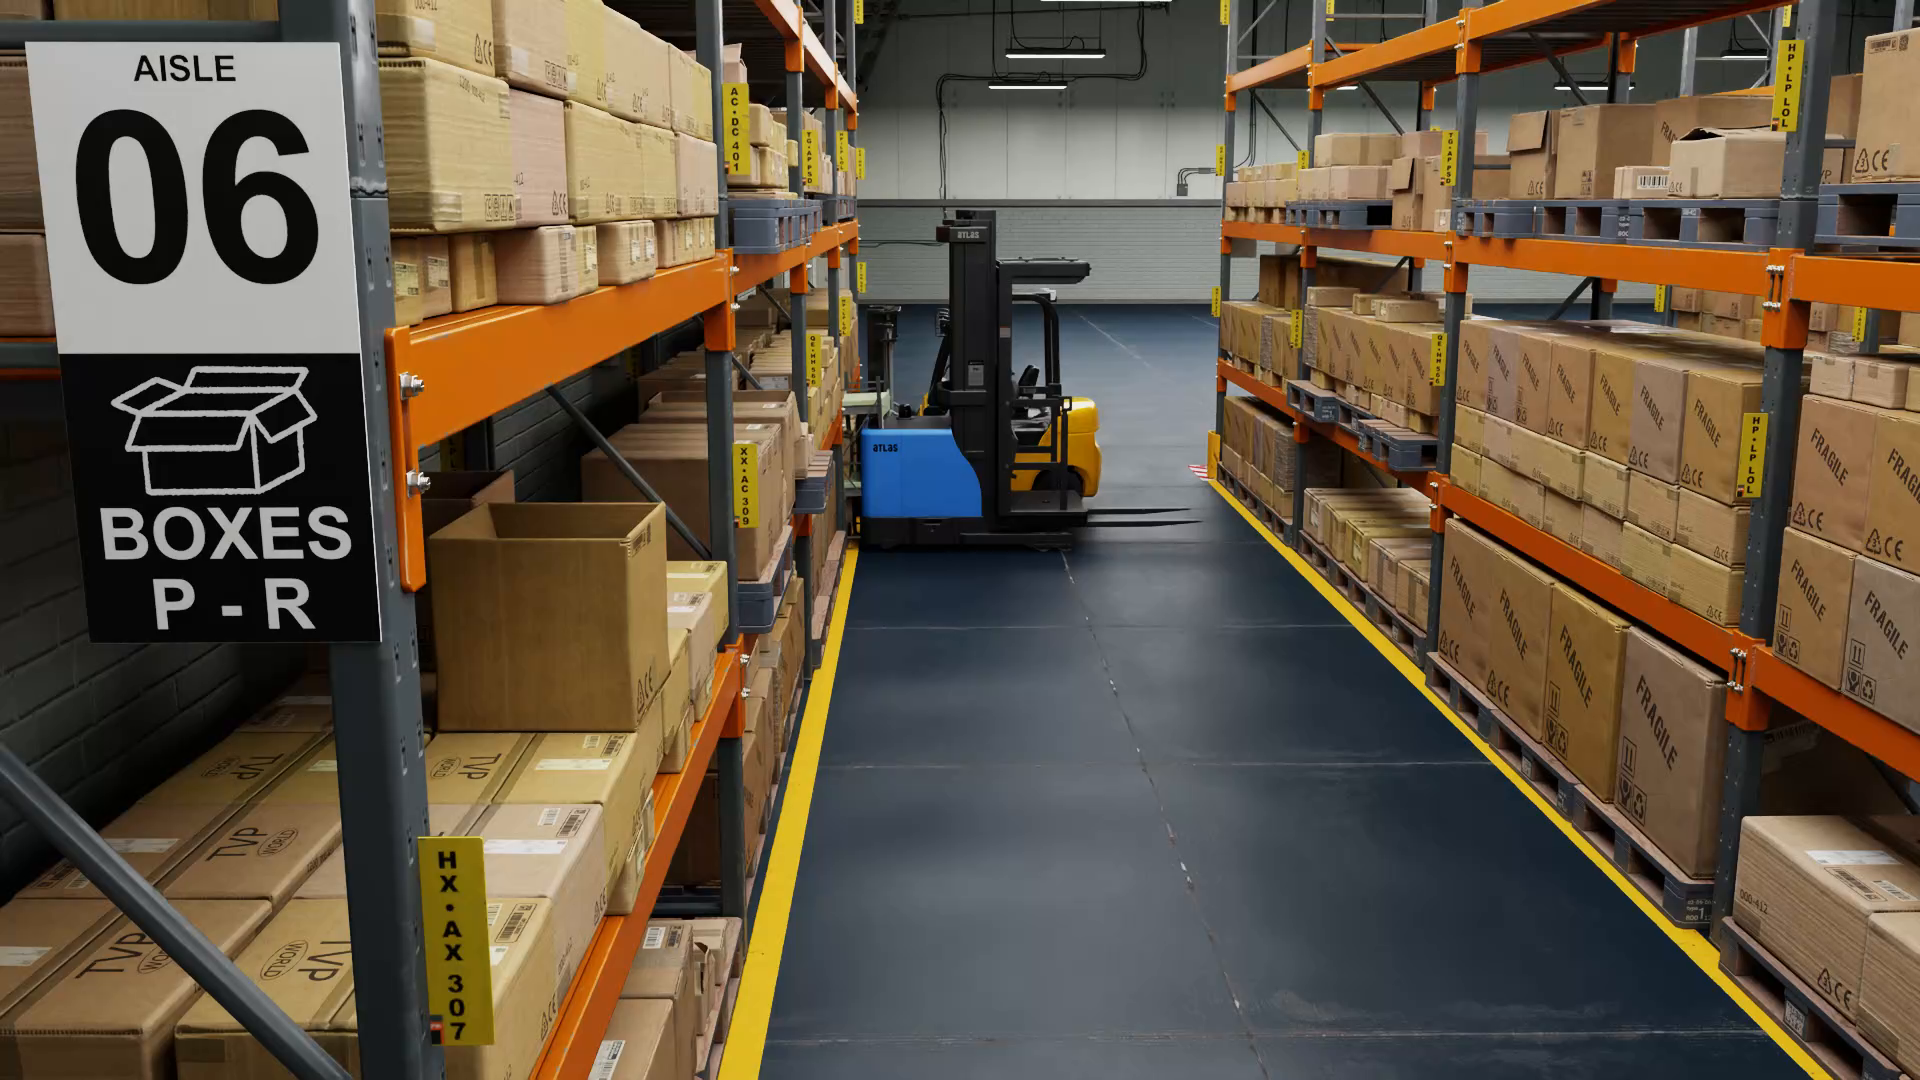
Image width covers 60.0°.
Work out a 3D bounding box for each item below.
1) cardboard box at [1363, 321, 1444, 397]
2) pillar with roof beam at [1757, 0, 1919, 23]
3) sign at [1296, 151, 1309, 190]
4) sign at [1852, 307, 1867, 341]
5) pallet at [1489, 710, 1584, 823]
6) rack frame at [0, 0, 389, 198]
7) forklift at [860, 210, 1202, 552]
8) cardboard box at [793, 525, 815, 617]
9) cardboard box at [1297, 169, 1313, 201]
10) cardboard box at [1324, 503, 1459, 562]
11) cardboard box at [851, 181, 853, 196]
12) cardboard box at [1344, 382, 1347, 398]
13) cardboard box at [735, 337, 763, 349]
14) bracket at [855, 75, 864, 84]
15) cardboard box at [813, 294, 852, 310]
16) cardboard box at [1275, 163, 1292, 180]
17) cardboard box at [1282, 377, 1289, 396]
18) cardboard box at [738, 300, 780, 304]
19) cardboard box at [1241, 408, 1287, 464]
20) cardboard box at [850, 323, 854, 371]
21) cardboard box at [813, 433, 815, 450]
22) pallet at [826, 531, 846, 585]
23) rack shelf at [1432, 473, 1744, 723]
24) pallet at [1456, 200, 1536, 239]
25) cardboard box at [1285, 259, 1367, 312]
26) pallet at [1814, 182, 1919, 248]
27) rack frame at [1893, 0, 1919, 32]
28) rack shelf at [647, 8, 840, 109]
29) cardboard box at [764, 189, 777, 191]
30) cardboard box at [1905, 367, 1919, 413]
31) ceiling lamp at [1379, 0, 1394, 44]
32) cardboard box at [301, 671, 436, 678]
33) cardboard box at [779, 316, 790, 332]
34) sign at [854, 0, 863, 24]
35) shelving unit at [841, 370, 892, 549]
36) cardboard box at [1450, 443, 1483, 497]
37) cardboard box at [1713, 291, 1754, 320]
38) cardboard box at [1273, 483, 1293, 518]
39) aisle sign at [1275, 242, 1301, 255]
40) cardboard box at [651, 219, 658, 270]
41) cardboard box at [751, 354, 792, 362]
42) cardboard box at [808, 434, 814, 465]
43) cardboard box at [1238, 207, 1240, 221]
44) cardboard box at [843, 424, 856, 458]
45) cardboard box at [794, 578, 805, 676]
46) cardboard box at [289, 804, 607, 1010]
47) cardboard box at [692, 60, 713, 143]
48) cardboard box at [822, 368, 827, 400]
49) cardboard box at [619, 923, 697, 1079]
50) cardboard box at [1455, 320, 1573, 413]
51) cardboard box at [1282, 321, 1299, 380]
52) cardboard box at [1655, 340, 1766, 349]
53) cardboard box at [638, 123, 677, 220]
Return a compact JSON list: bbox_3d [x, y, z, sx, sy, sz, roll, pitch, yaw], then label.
[{"bbox_3d":[3.194,-1.289,11.811,0.500,0.500,0.500,-1,12,-5],"label":"cardboard box"},{"bbox_3d":[24.070,-11.038,46.835,9.100,9.000,0.548,0,11,-1],"label":"pillar with roof beam"},{"bbox_3d":[2.890,-3.111,14.003,0.100,0.325,0.005,0,11,-1],"label":"sign"},{"bbox_3d":[7.824,-1.892,14.464,0.100,0.325,0.005,0,11,-1],"label":"sign"},{"bbox_3d":[3.478,1.170,8.763,1.003,0.211,1.213,0,11,-1],"label":"pallet"},{"bbox_3d":[-1.282,-1.925,1.913,1.000,3.000,0.127,0,11,-1],"label":"rack frame"},{"bbox_3d":[0.624,-1.440,14.787,3.031,2.935,1.130,0,11,-2],"label":"forklift"},{"bbox_3d":[-1.447,0.259,11.154,0.875,0.625,0.625,0,11,1],"label":"cardboard box"},{"bbox_3d":[3.043,-2.876,13.466,0.500,0.250,0.500,-1,11,-3],"label":"cardboard box"},{"bbox_3d":[3.464,-0.062,13.373,0.950,0.372,0.625,0,11,2],"label":"cardboard box"},{"bbox_3d":[-1.292,-3.603,17.056,0.380,0.149,0.250,-1,11,-3],"label":"cardboard box"},{"bbox_3d":[3.173,-1.156,12.790,0.380,0.149,0.250,0,11,-1],"label":"cardboard box"},{"bbox_3d":[-1.754,-1.512,13.085,0.380,0.149,0.250,0,11,-2],"label":"cardboard box"},{"bbox_3d":[-2.756,-12.610,45.527,0.235,0.232,0.430,0,11,-1],"label":"bracket"},{"bbox_3d":[-1.268,-2.354,16.487,0.380,0.149,0.250,0,11,0],"label":"cardboard box"},{"bbox_3d":[3.073,-3.345,15.086,0.380,0.149,0.250,0,11,1],"label":"cardboard box"},{"bbox_3d":[3.109,-1.380,14.949,0.380,0.149,0.250,0,11,0],"label":"cardboard box"},{"bbox_3d":[-1.875,-2.149,15.474,0.380,0.149,0.250,0,11,-2],"label":"cardboard box"},{"bbox_3d":[3.108,-1.042,16.625,0.500,0.500,0.500,0,11,0],"label":"cardboard box"},{"bbox_3d":[-1.328,-1.912,16.689,0.500,0.500,0.500,0,11,-2],"label":"cardboard box"},{"bbox_3d":[-1.213,-0.590,10.802,0.500,0.250,0.500,0,11,-1],"label":"cardboard box"},{"bbox_3d":[-1.476,0.143,13.823,1.003,0.211,1.213,0,11,-1],"label":"pallet"},{"bbox_3d":[3.556,0.154,8.564,1.077,0.370,4.000,0,11,-1],"label":"rack shelf"},{"bbox_3d":[3.581,-1.846,9.543,1.213,0.211,1.003,0,11,1],"label":"pallet"},{"bbox_3d":[3.566,-2.469,16.170,0.700,0.500,0.500,0,11,-2],"label":"cardboard box"},{"bbox_3d":[3.604,-1.065,5.441,1.003,0.211,1.213,0,11,-1],"label":"pallet"},{"bbox_3d":[8.379,-4.372,13.974,1.000,3.000,0.127,0,11,-1],"label":"rack frame"},{"bbox_3d":[-1.489,-3.364,11.822,1.077,0.370,4.000,0,11,-1],"label":"rack shelf"},{"bbox_3d":[-1.185,-1.944,8.927,0.380,0.149,0.250,0,11,-1],"label":"cardboard box"},{"bbox_3d":[3.413,-0.492,5.544,0.380,0.149,0.250,0,11,-2],"label":"cardboard box"},{"bbox_3d":[9.285,-11.258,33.237,2.000,3.185,0.800,0,11,-1],"label":"ceiling lamp"},{"bbox_3d":[-1.599,0.450,4.926,0.500,0.250,0.500,0,11,0],"label":"cardboard box"},{"bbox_3d":[-1.787,-2.003,15.505,0.380,0.149,0.250,0,11,1],"label":"cardboard box"},{"bbox_3d":[-1.070,-5.601,17.486,0.100,0.325,0.005,0,11,-1],"label":"sign"},{"bbox_3d":[-0.836,-0.729,14.809,0.431,1.500,0.755,-2,10,3],"label":"shelving unit"},{"bbox_3d":[3.273,-0.424,9.982,0.500,0.250,0.500,0,11,-2],"label":"cardboard box"},{"bbox_3d":[8.245,-2.535,16.915,0.875,0.550,0.550,0,11,-1],"label":"cardboard box"},{"bbox_3d":[3.151,-0.366,15.177,0.500,0.250,0.500,0,11,1],"label":"cardboard box"},{"bbox_3d":[3.638,-3.474,18.099,0.394,0.787,0.004,0,11,-1],"label":"aisle sign"},{"bbox_3d":[-1.087,-0.852,4.802,0.380,0.149,0.250,0,11,1],"label":"cardboard box"},{"bbox_3d":[-1.251,-1.212,11.606,0.380,0.149,0.250,0,11,-1],"label":"cardboard box"},{"bbox_3d":[-1.051,-0.528,9.695,0.380,0.149,0.250,0,11,0],"label":"cardboard box"},{"bbox_3d":[3.127,-3.414,17.430,0.380,0.149,0.250,-1,11,-3],"label":"cardboard box"},{"bbox_3d":[-1.227,-0.917,15.381,0.500,0.250,0.500,0,11,-1],"label":"cardboard box"},{"bbox_3d":[-1.224,0.528,10.145,0.500,0.500,0.500,0,11,0],"label":"cardboard box"},{"bbox_3d":[-1.033,0.752,3.439,0.500,0.250,0.500,0,11,-1],"label":"cardboard box"},{"bbox_3d":[-1.114,-1.468,5.576,0.500,0.250,0.500,0,11,-1],"label":"cardboard box"},{"bbox_3d":[-1.250,-1.141,12.257,0.500,0.250,0.500,0,11,0],"label":"cardboard box"},{"bbox_3d":[-1.201,1.536,5.173,0.700,0.500,0.500,-1,11,-3],"label":"cardboard box"},{"bbox_3d":[3.281,-1.036,9.854,0.500,0.500,0.500,-1,11,-3],"label":"cardboard box"},{"bbox_3d":[3.174,-1.673,14.762,0.500,0.500,0.500,-1,11,-3],"label":"cardboard box"},{"bbox_3d":[3.813,-0.732,8.356,0.500,0.500,0.500,0,11,-2],"label":"cardboard box"},{"bbox_3d":[-1.084,-1.022,4.637,0.500,0.250,0.500,0,11,0],"label":"cardboard box"}]
